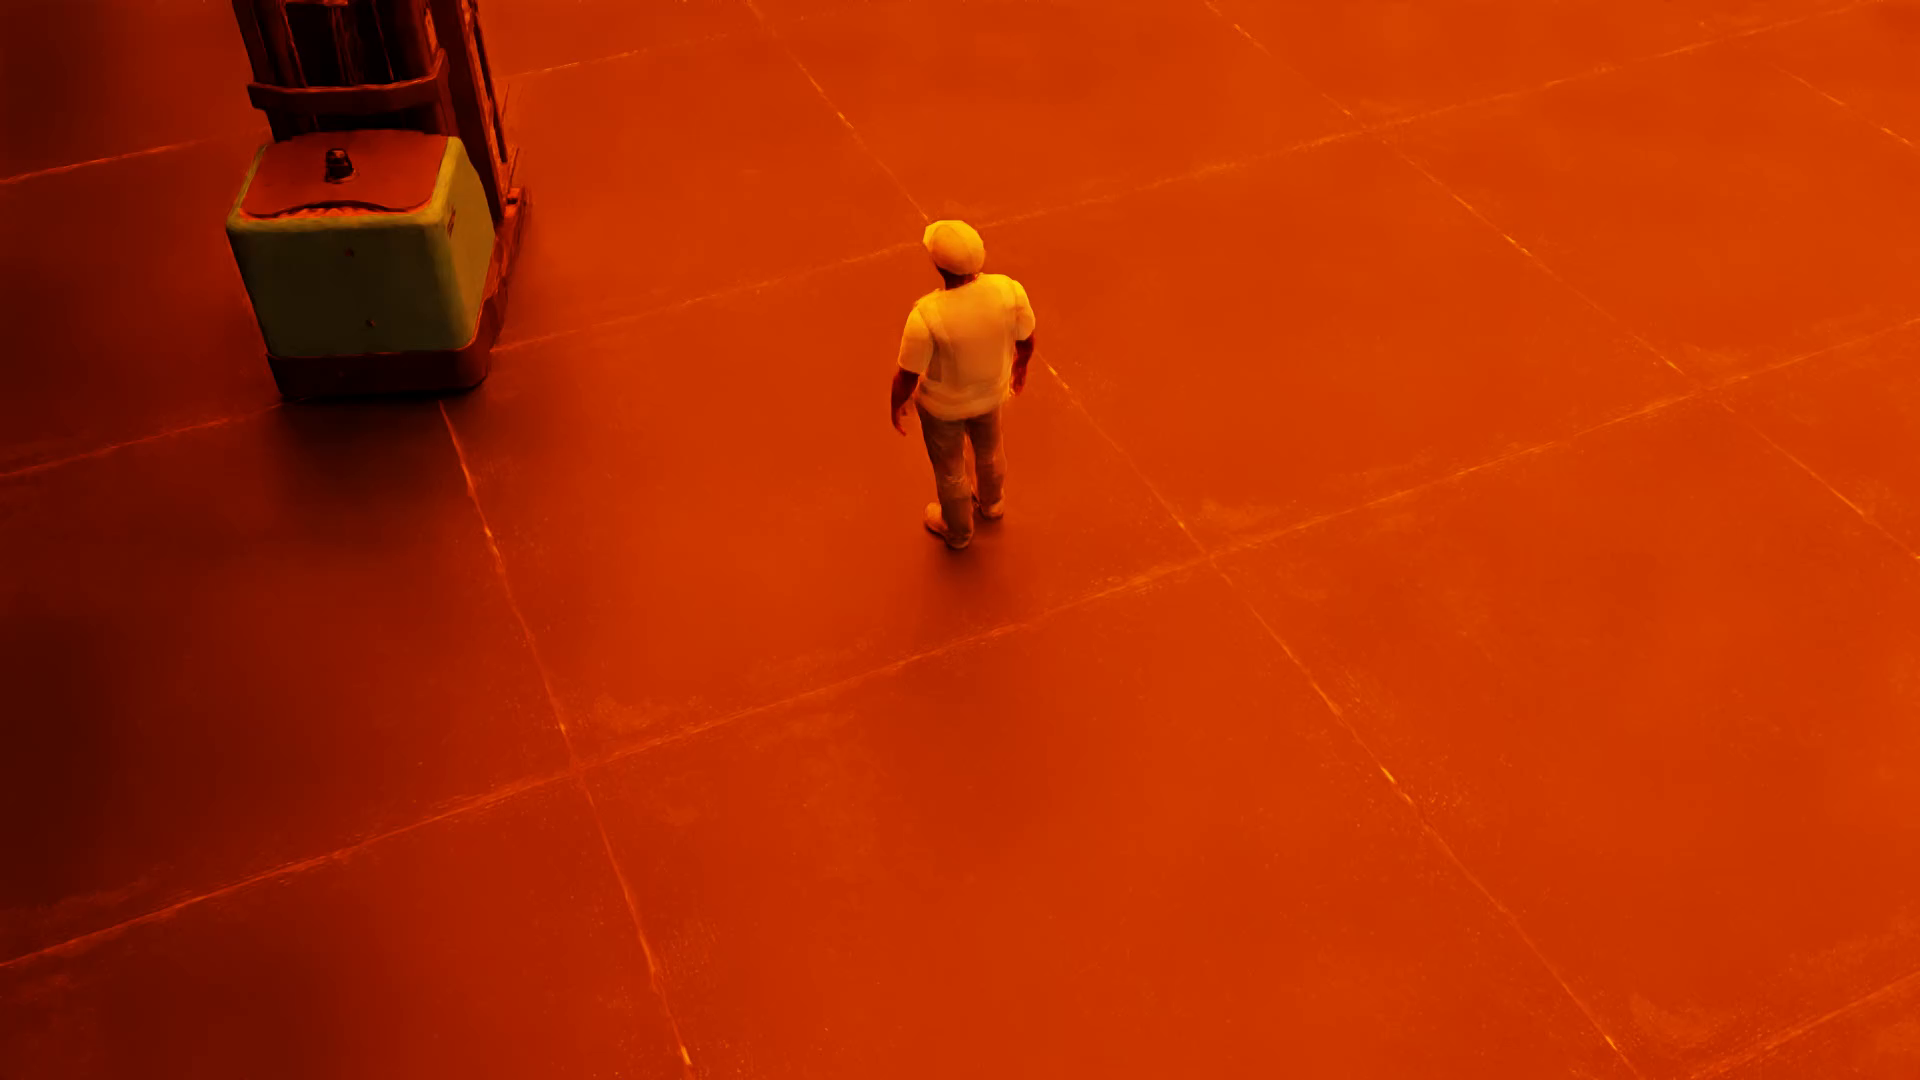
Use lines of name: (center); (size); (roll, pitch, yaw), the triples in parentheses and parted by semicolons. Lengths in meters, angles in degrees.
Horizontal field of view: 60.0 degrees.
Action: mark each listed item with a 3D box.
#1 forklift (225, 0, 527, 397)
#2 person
forklift: (-3.113, -2.806, 8.686); (1.130, 2.935, 3.031); (-3, 43, -4)
person: (-0.024, -0.696, 7.269); (0.665, 1.766, 0.576); (-18, 46, -18)
